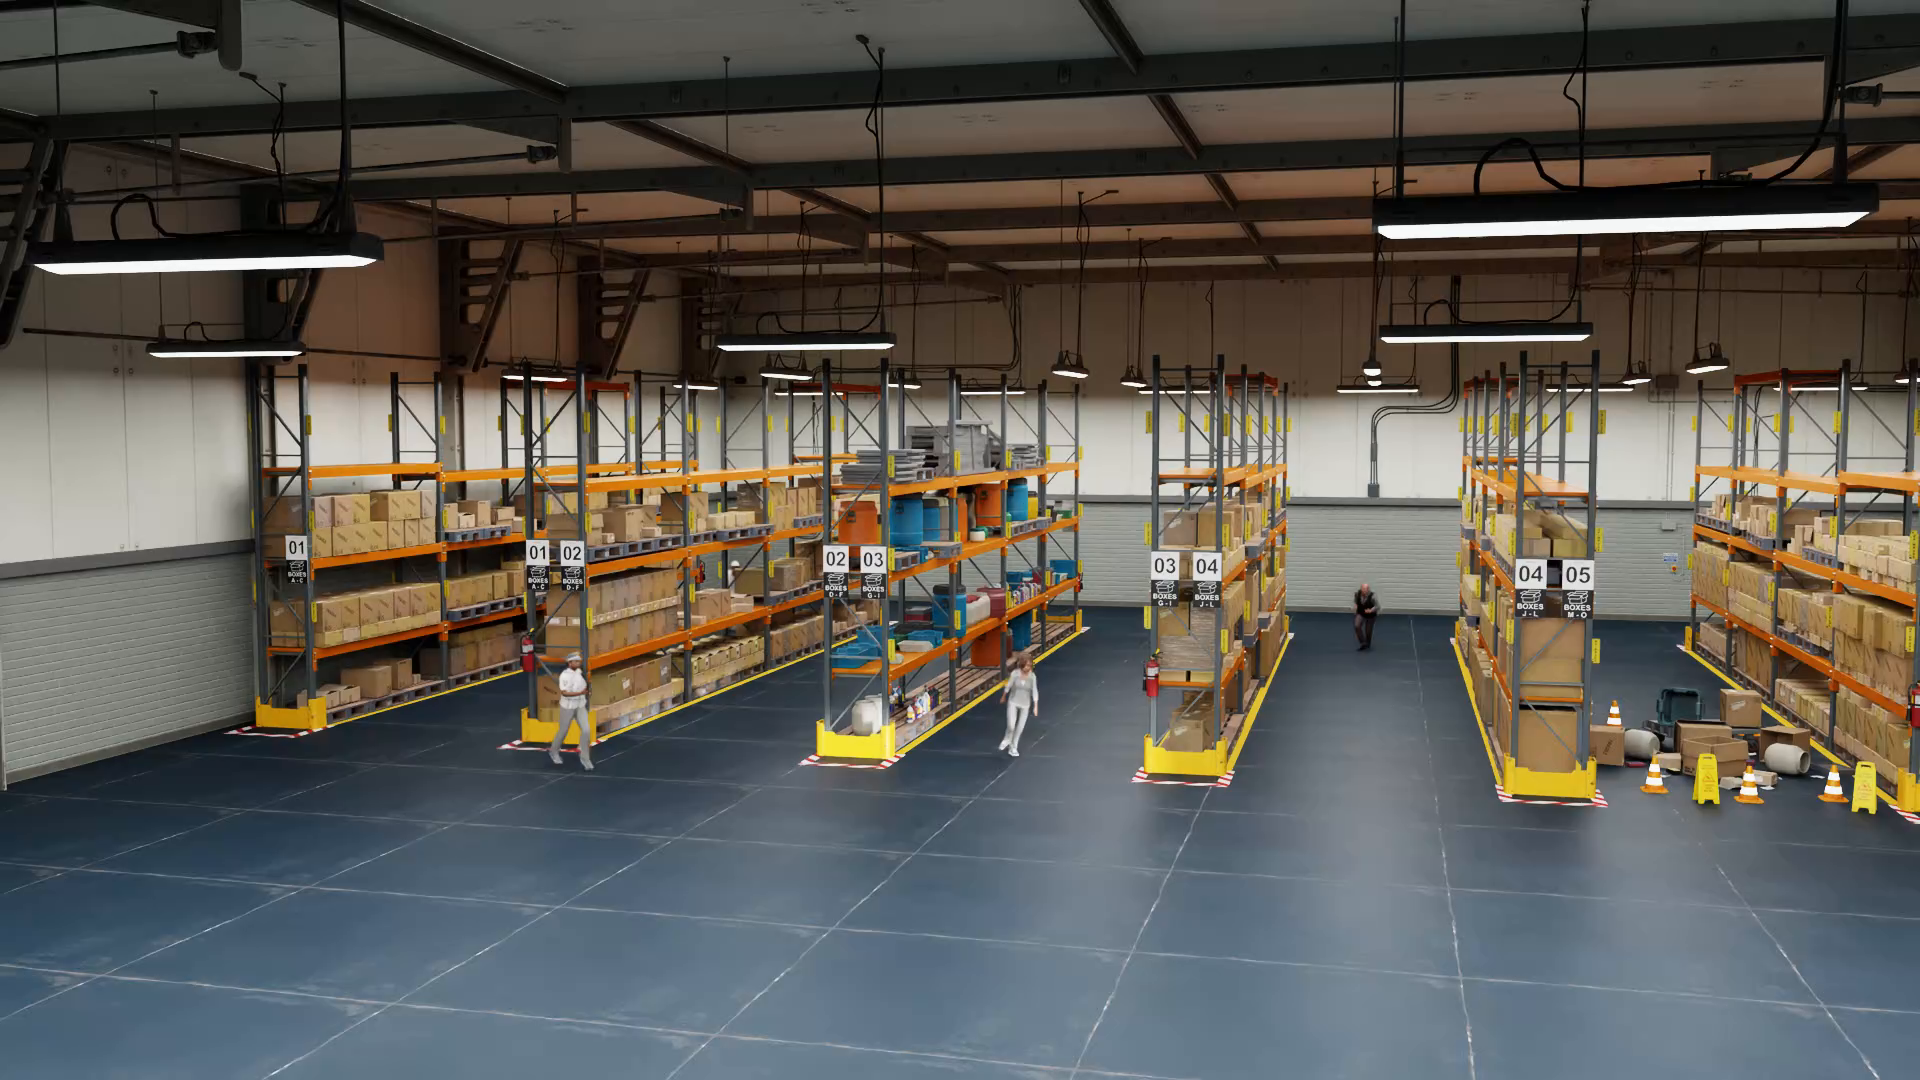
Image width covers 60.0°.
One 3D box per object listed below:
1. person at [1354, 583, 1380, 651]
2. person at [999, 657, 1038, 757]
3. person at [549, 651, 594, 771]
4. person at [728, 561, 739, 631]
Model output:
[{"bbox_3d":[9.001,1.669,36.737,0.664,1.521,1.115,2,4,27],"label":"person"},{"bbox_3d":[0.884,2.509,25.067,0.561,1.548,0.540,-1,4,-10],"label":"person"},{"bbox_3d":[-5.675,2.477,24.263,0.861,1.739,0.526,3,5,38],"label":"person"},{"bbox_3d":[-5.480,1.350,40.638,0.683,1.709,0.700,0,4,-3],"label":"person"}]
